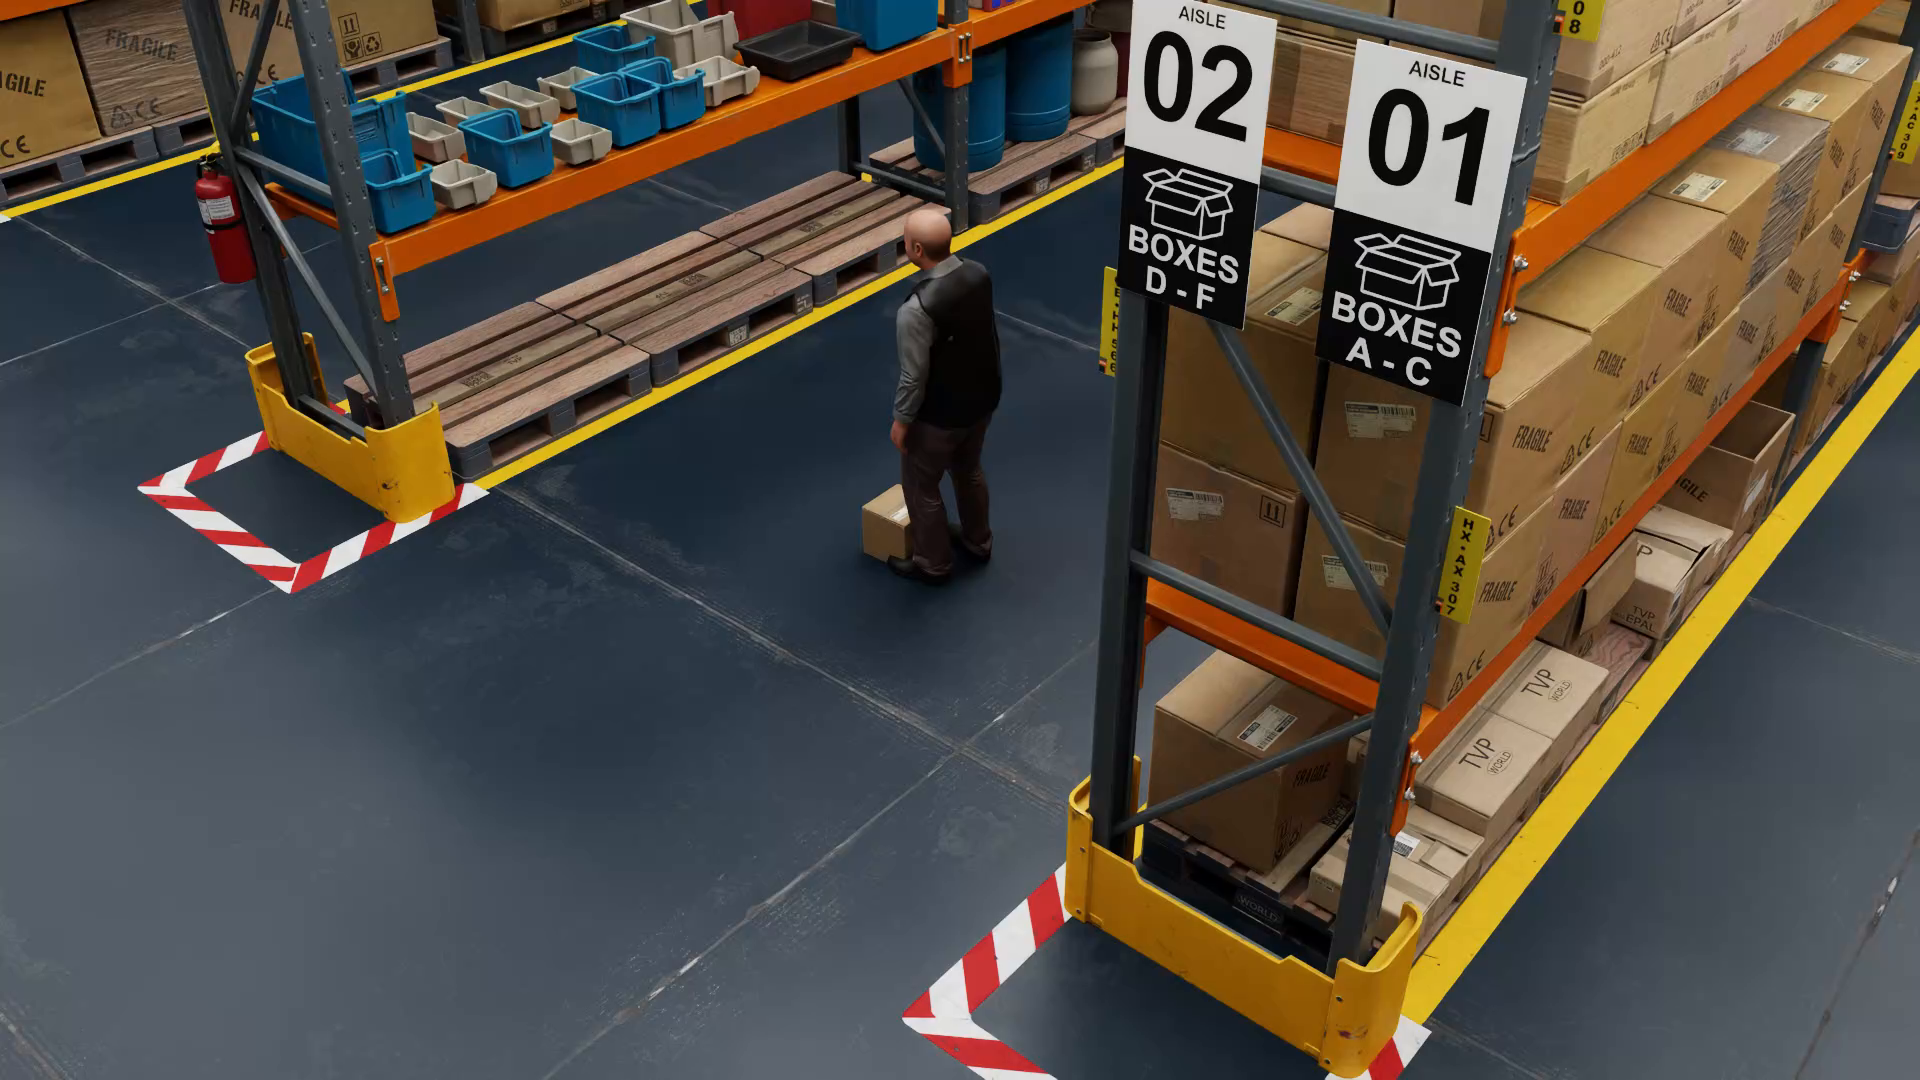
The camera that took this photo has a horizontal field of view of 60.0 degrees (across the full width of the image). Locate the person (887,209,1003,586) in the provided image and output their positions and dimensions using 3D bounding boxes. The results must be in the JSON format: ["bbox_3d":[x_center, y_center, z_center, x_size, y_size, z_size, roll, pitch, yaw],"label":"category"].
[{"bbox_3d":[-0.066,-0.572,6.989,0.461,1.721,0.584,25,42,31],"label":"person"}]
